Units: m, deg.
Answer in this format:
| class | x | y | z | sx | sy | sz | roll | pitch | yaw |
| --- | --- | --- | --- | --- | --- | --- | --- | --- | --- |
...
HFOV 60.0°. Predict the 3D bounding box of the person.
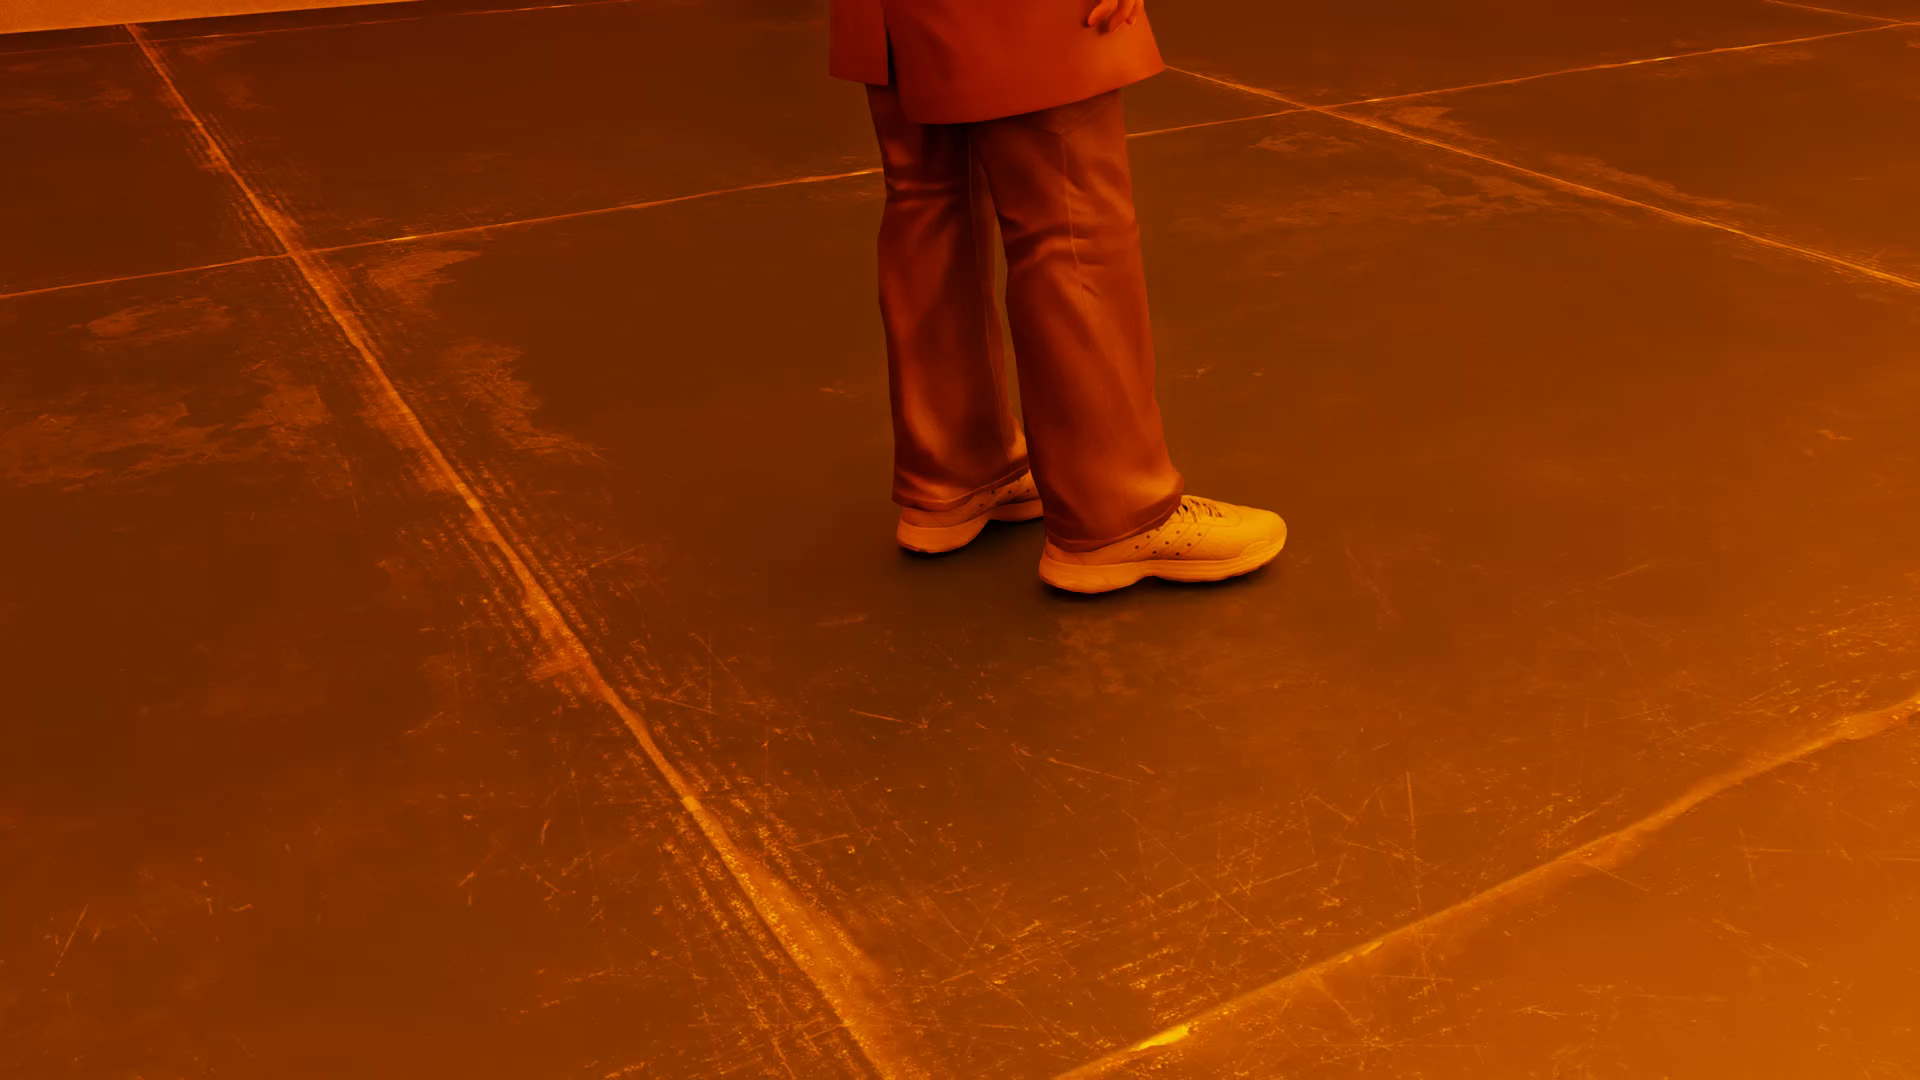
| class | x | y | z | sx | sy | sz | roll | pitch | yaw |
| --- | --- | --- | --- | --- | --- | --- | --- | --- | --- |
| person | 0.082 | -0.818 | 2.133 | 0.579 | 1.777 | 0.696 | -15 | 30 | -26 |
